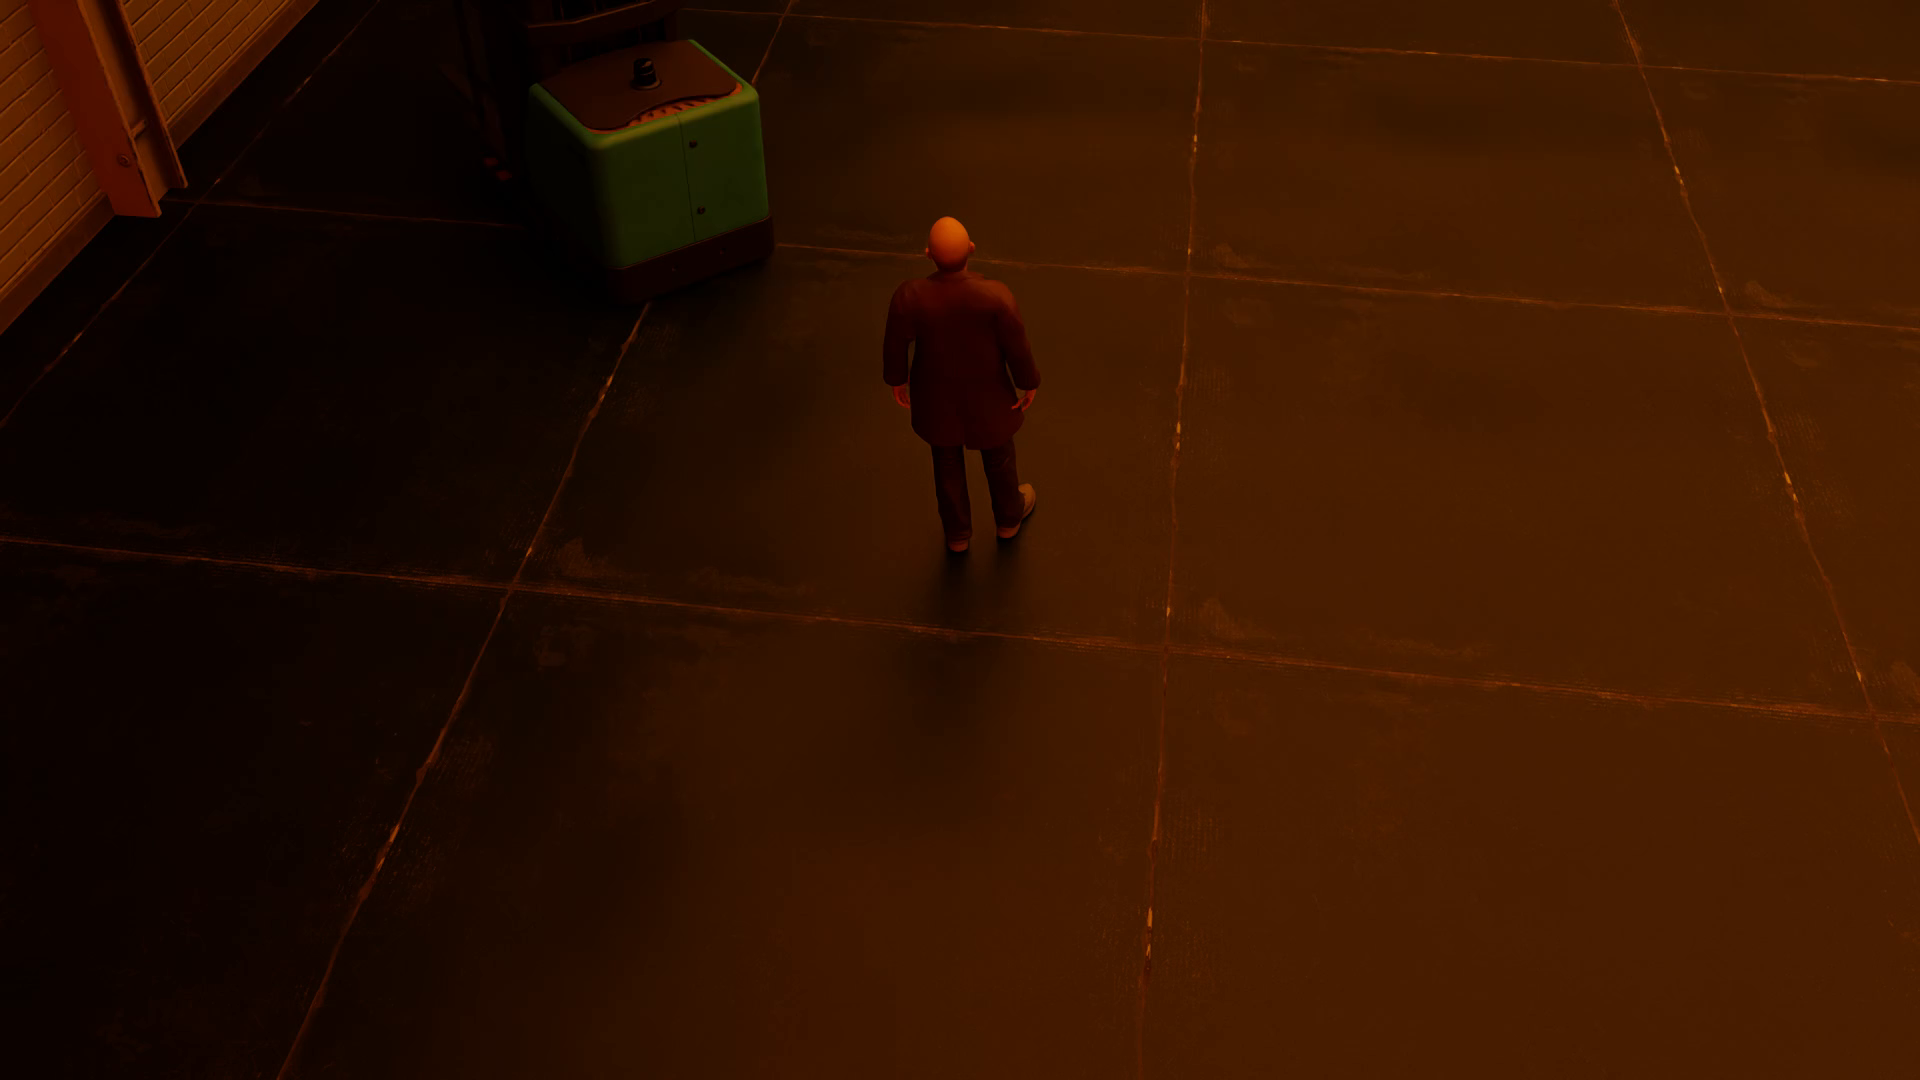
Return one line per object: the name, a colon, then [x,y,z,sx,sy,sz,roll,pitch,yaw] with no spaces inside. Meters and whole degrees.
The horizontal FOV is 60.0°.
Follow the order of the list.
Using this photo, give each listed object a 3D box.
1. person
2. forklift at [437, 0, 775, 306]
person: [0.016,-0.721,7.351,0.696,1.778,0.579,5,43,6]
forklift: [-2.319,-3.339,9.359,1.130,2.935,3.031,-25,48,-25]
